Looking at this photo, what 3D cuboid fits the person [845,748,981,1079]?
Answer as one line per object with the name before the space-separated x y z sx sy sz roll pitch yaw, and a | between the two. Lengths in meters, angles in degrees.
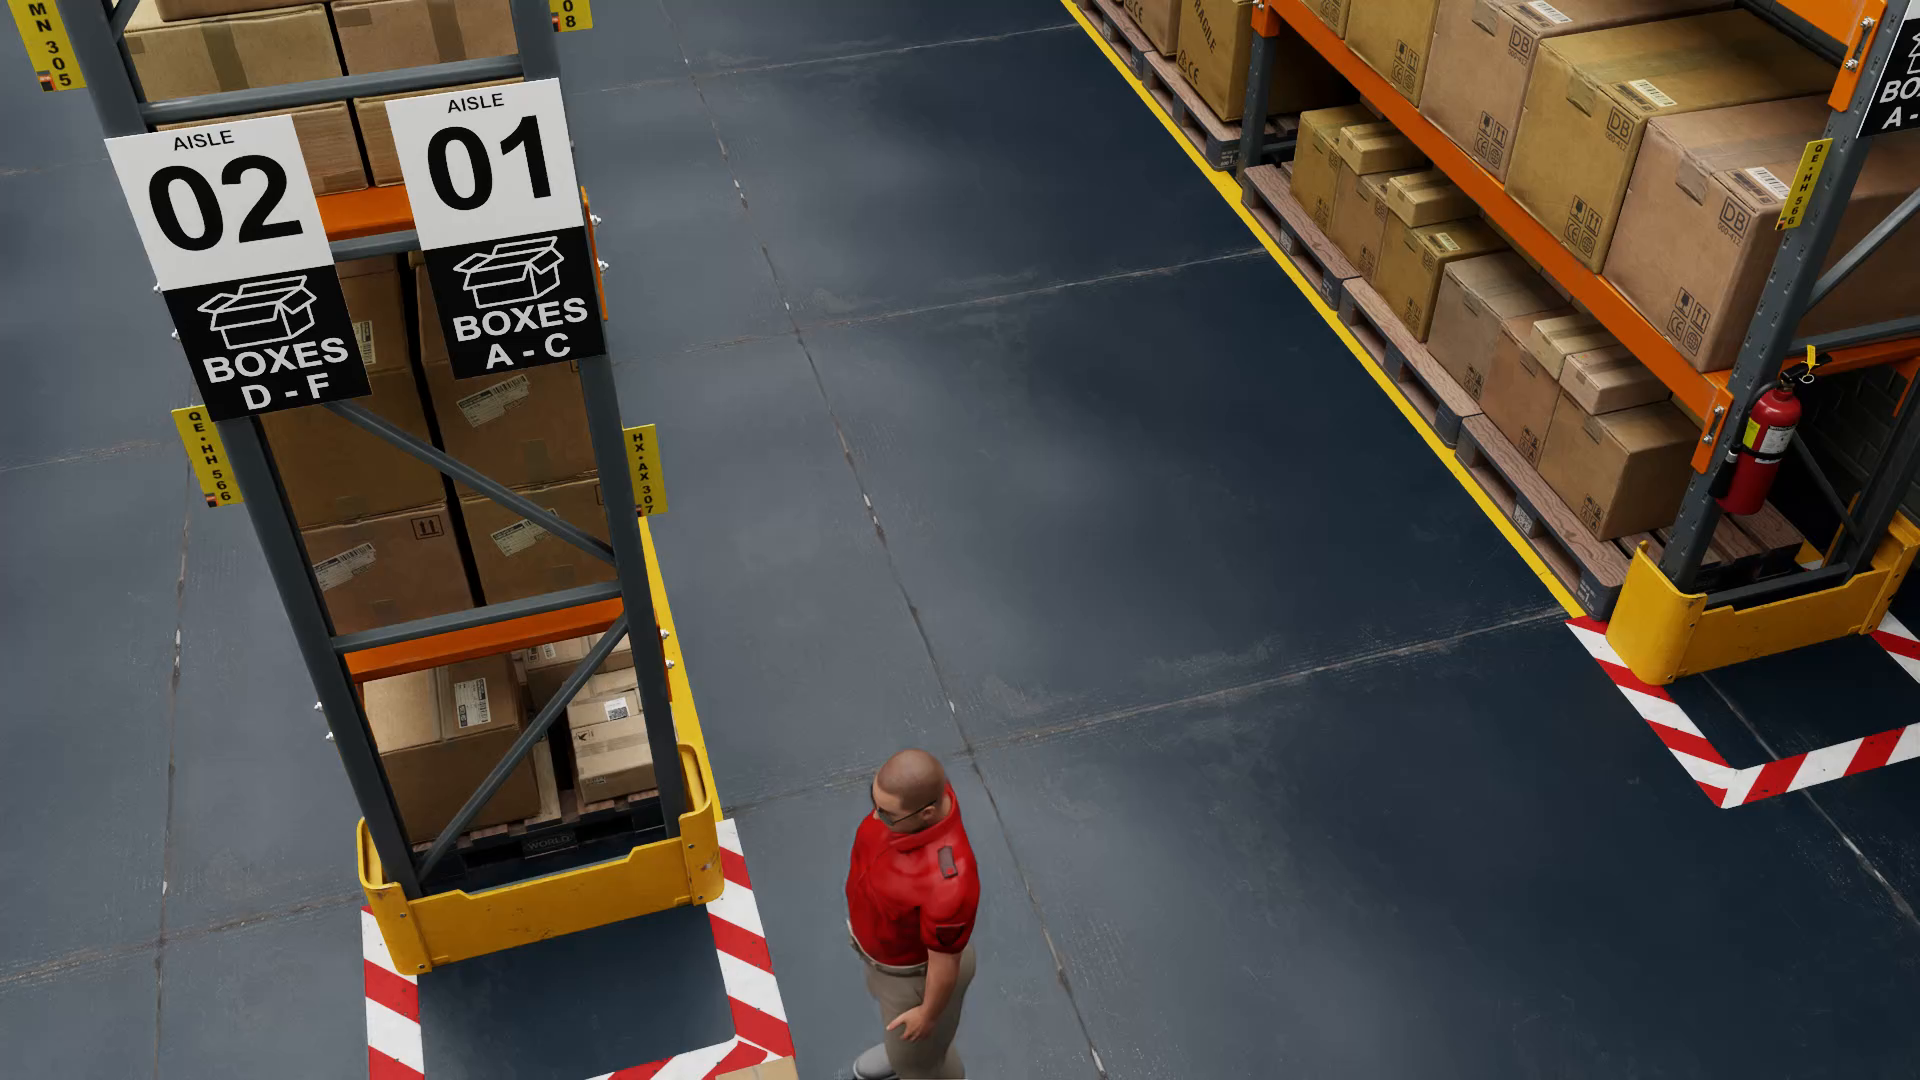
person | -0.140 1.202 4.845 0.352 1.721 0.529 -11 43 -12
